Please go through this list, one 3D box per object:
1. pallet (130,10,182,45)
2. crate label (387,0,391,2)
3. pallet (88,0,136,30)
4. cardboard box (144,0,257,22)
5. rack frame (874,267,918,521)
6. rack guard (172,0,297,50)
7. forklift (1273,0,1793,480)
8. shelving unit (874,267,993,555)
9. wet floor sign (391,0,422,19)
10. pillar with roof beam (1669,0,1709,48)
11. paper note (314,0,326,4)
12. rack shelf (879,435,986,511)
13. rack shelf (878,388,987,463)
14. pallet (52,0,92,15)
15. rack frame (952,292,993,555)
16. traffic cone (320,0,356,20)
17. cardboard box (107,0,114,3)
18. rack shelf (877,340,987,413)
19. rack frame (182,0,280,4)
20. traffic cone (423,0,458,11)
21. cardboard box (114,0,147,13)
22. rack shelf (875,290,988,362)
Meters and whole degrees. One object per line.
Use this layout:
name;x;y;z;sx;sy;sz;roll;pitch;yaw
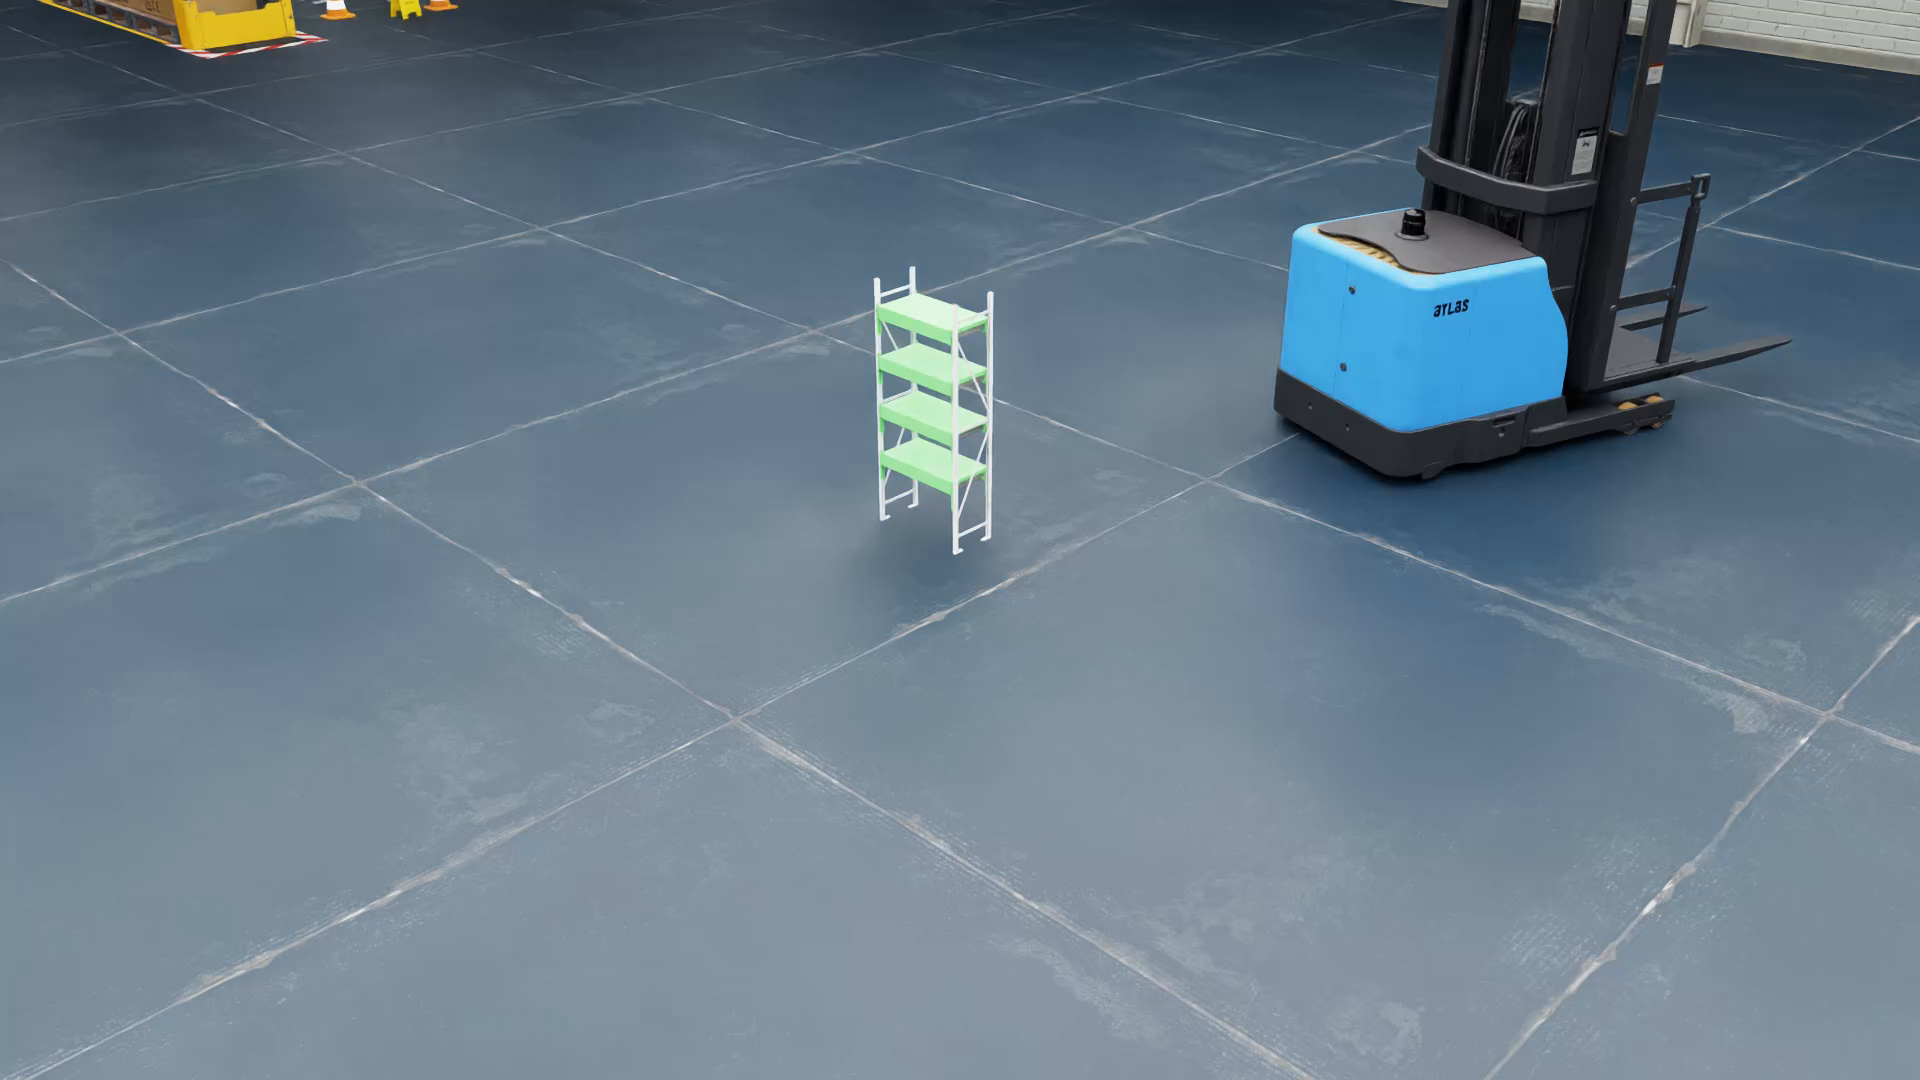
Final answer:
pallet;-8.461;-5.761;18.480;1.213;0.211;1.003;25;36;38
crate label;-6.789;-6.638;20.227;0.298;0.136;0.250;7;29;13
pallet;-9.327;-6.159;19.237;1.213;0.211;1.003;25;36;38
cardboard box;-8.366;-6.205;18.160;0.875;0.875;0.875;25;37;39
rack frame;-0.292;-0.665;7.725;0.015;1.200;0.240;25;36;38
rack guard;-7.819;-5.646;17.951;0.348;0.500;1.175;25;36;38
forklift;3.237;-2.063;8.524;3.031;2.935;1.130;-13;31;-24
shelving unit;-0.118;-0.585;7.573;0.503;1.200;0.258;25;36;38
wet floor sign;-6.427;-6.366;19.164;0.232;0.644;0.267;18;33;30
pillar with roof beam;4.713;-7.922;13.147;0.400;9.000;9.100;25;36;38
paper note;-7.734;-6.507;20.094;0.144;0.017;0.142;-13;30;-22
rack shelf;-0.118;-0.316;7.715;0.480;0.148;0.258;25;36;38
rack shelf;-0.118;-0.529;7.603;0.480;0.148;0.258;25;36;38
pallet;-10.201;-6.557;19.994;1.213;0.211;1.003;25;36;38
rack frame;0.056;-0.505;7.422;0.015;1.200;0.240;25;36;38
traffic cone;-7.219;-6.282;19.200;0.334;0.463;0.336;25;36;38
cardboard box;-9.644;-6.790;19.271;0.875;0.875;0.875;25;37;39
rack shelf;-0.118;-0.741;7.492;0.480;0.148;0.258;25;36;38
rack frame;-7.836;-6.760;17.384;0.127;3.000;1.000;25;36;38
traffic cone;-6.185;-6.546;19.702;0.334;0.463;0.336;25;36;38
cardboard box;-8.995;-6.492;18.704;0.875;0.875;0.875;24;36;38
rack shelf;-0.118;-0.953;7.380;0.480;0.148;0.258;25;36;38
